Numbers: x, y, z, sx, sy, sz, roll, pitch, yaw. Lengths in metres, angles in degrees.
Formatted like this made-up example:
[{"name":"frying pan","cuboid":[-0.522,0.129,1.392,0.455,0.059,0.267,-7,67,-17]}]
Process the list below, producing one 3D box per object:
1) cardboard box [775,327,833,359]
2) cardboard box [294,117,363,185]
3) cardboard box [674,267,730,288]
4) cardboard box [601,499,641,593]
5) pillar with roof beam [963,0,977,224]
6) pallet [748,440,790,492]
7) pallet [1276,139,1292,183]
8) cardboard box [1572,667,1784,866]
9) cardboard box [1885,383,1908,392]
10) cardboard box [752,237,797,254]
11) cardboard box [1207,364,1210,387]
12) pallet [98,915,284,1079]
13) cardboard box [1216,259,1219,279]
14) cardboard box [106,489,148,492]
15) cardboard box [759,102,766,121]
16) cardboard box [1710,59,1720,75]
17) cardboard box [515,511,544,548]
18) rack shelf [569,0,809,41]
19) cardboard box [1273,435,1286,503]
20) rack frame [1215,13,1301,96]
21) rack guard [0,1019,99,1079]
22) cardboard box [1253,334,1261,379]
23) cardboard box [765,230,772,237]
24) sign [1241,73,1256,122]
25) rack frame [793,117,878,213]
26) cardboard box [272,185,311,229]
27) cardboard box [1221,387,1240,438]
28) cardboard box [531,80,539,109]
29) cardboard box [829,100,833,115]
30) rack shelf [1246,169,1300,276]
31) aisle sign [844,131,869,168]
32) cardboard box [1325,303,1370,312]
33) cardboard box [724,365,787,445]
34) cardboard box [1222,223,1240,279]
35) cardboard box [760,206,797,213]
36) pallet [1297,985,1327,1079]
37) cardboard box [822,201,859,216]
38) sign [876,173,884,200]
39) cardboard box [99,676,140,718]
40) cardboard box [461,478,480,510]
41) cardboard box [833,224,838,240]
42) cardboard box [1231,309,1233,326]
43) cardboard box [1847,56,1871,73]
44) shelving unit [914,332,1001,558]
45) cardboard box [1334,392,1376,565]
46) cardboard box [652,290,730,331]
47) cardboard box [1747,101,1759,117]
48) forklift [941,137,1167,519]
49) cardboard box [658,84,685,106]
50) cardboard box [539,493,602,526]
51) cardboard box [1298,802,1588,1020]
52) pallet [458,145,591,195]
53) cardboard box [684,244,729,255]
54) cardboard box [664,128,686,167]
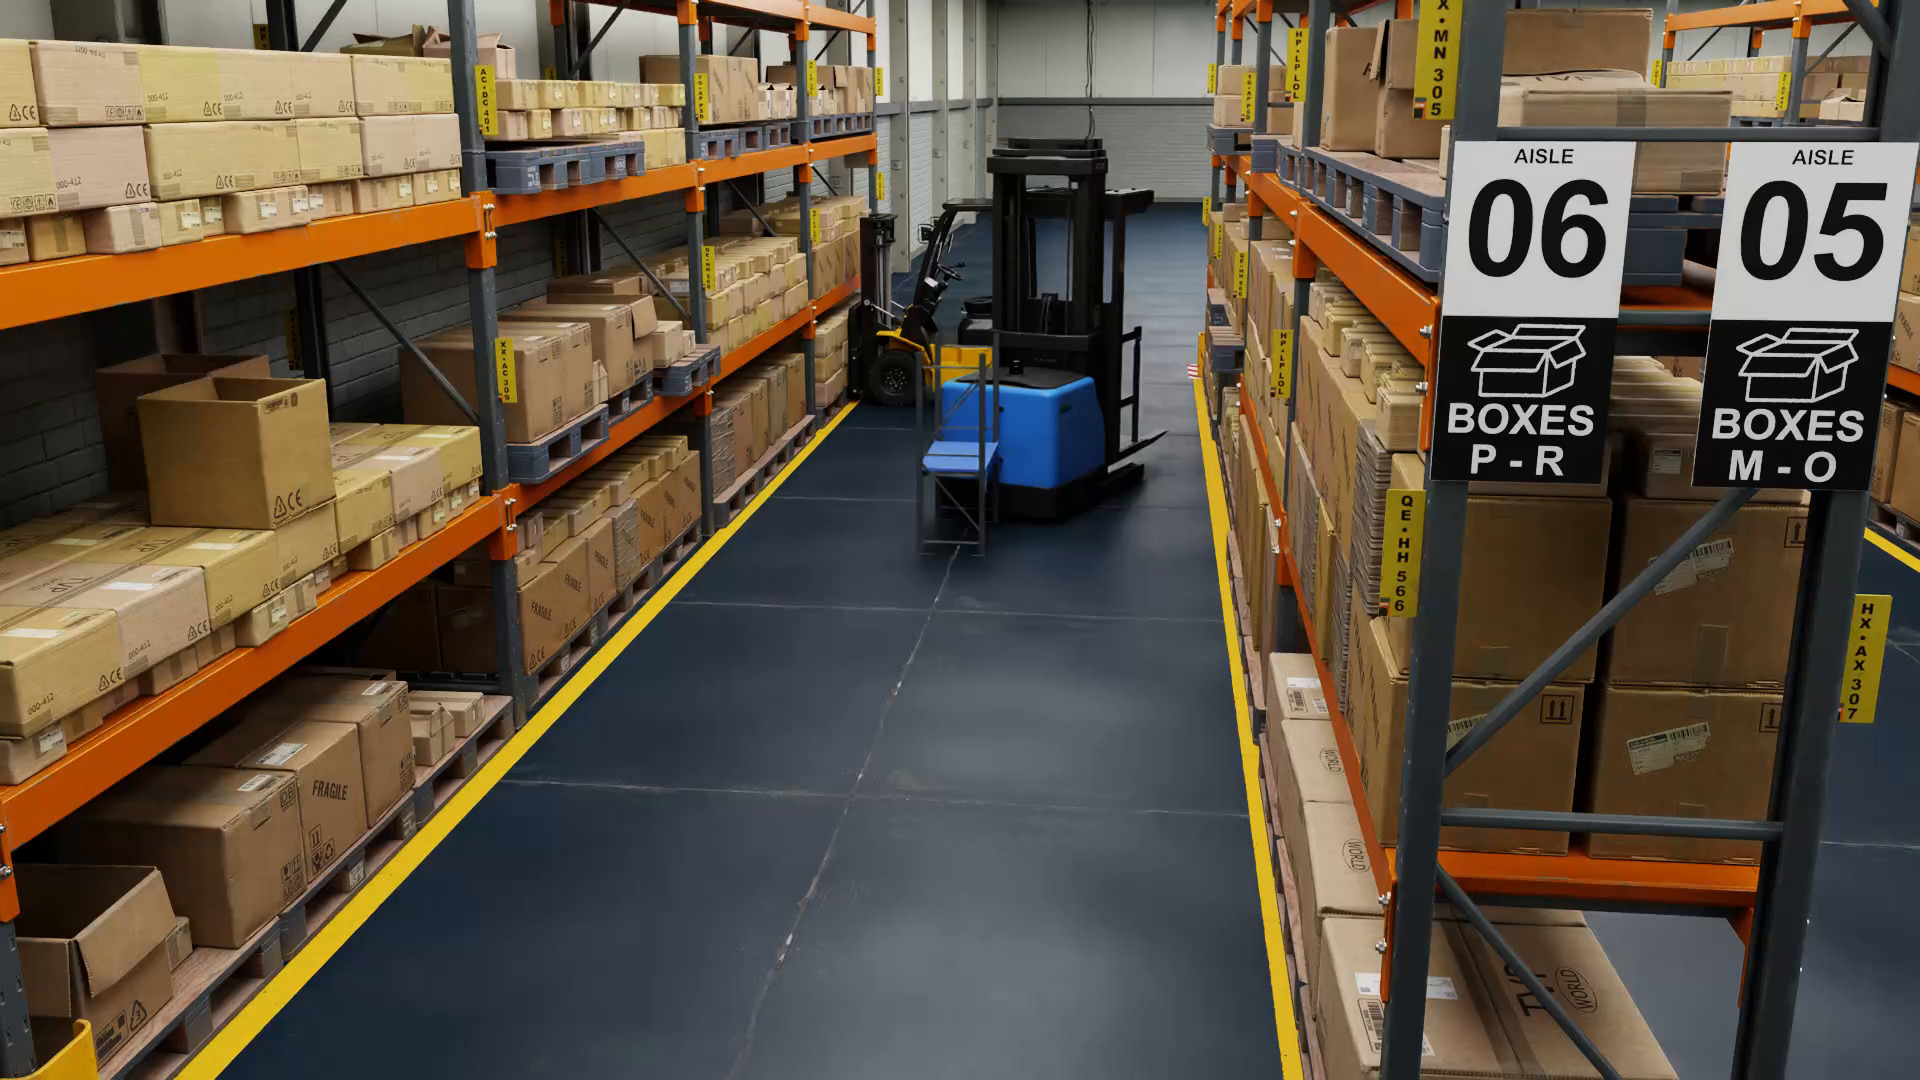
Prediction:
[{"name":"cardboard box","cuboid":[-1.577,-2.004,16.875,0.500,0.250,0.500,1,15,5]},{"name":"cardboard box","cuboid":[-2.769,-1.574,6.708,0.500,0.250,0.500,2,15,7]},{"name":"cardboard box","cuboid":[-2.034,-2.065,13.116,0.380,0.149,0.250,2,15,8]},{"name":"cardboard box","cuboid":[-2.393,0.028,10.796,0.500,0.500,0.500,1,15,4]},{"name":"pillar with roof beam","cuboid":[4.519,-12.407,41.307,9.100,9.000,0.400,2,15,6]},{"name":"pallet","cuboid":[-2.123,-0.674,14.751,1.003,0.211,1.213,2,15,6]},{"name":"pallet","cuboid":[2.394,-2.245,9.835,1.003,0.211,1.213,2,15,9]},{"name":"cardboard box","cuboid":[1.974,0.563,4.641,0.500,0.500,0.500,2,15,6]},{"name":"cardboard box","cuboid":[7.825,-0.968,14.001,1.050,0.750,0.750,2,15,6]},{"name":"cardboard box","cuboid":[-1.762,-2.796,15.822,0.380,0.149,0.250,2,15,8]},{"name":"cardboard box","cuboid":[2.960,-1.822,18.118,0.500,0.250,0.500,3,15,10]},{"name":"pallet","cuboid":[-3.200,1.702,5.963,1.003,0.211,1.213,2,15,6]},{"name":"cardboard box","cuboid":[2.897,-2.967,17.128,0.500,0.500,0.500,2,15,8]},{"name":"cardboard box","cuboid":[-3.280,-0.142,7.157,0.500,0.250,0.500,2,15,7]},{"name":"cardboard box","cuboid":[-1.853,-3.613,14.017,0.380,0.149,0.250,2,15,6]},{"name":"cardboard box","cuboid":[7.843,-4.792,16.848,0.380,0.149,0.250,2,15,7]},{"name":"cardboard box","cuboid":[-2.560,-0.062,9.316,0.380,0.149,0.250,1,15,4]},{"name":"rack shelf","cuboid":[-2.169,-4.367,13.716,1.077,0.370,4.000,2,15,6]},{"name":"cardboard box","cuboid":[1.886,-0.361,8.538,0.500,0.250,0.500,1,15,5]},{"name":"rack frame","cuboid":[3.440,-6.318,18.788,1.000,3.000,0.127,2,15,6]},{"name":"rack guard","cuboid":[-3.289,1.769,5.161,1.175,0.500,0.348,2,15,6]},{"name":"cardboard box","cuboid":[2.107,-1.129,10.421,0.500,0.250,0.500,2,15,6]},{"name":"cardboard box","cuboid":[-2.131,-3.117,17.007,0.380,0.149,0.250,2,15,8]},{"name":"sign","cuboid":[1.998,-3.061,11.500,0.100,0.325,0.005,2,15,6]},{"name":"rack frame","cuboid":[-1.492,-3.567,20.108,1.000,3.000,0.127,2,15,6]},{"name":"cardboard box","cuboid":[-2.738,-1.280,6.383,0.380,0.149,0.250,2,15,7]},{"name":"cardboard box","cuboid":[2.932,-1.183,15.519,0.950,0.372,0.625,2,15,7]},{"name":"cardboard box","cuboid":[-2.418,-2.312,8.635,0.380,0.149,0.250,2,15,7]},{"name":"cardboard box","cuboid":[-1.505,-4.414,16.979,0.380,0.149,0.250,2,15,8]},{"name":"rack shelf","cuboid":[2.312,-1.929,9.682,1.077,0.370,4.000,2,15,6]},{"name":"aisle sign","cuboid":[-1.193,-4.831,19.800,0.394,0.787,0.004,2,15,6]},{"name":"cardboard box","cuboid":[1.704,-0.882,6.829,0.380,0.149,0.250,2,15,6]},{"name":"cardboard box","cuboid":[-2.087,-1.250,15.282,0.875,0.625,0.625,2,15,6]},{"name":"cardboard box","cuboid":[2.595,-2.536,14.729,0.500,0.500,0.500,2,15,6]},{"name":"cardboard box","cuboid":[-1.972,-3.523,17.938,0.380,0.149,0.250,2,15,8]},{"name":"pallet","cuboid":[1.647,1.864,5.364,1.003,0.211,1.213,2,15,6]},{"name":"cardboard box","cuboid":[-1.344,-3.706,18.619,0.380,0.149,0.250,2,15,8]},{"name":"sign","cuboid":[-0.955,-4.221,19.854,0.100,0.325,0.005,2,15,6]},{"name":"cardboard box","cuboid":[-3.010,0.490,5.585,0.380,0.149,0.250,1,15,6]},{"name":"cardboard box","cuboid":[-2.631,-0.244,8.298,0.380,0.149,0.250,2,15,7]},{"name":"cardboard box","cuboid":[-1.484,-3.232,17.432,0.380,0.149,0.250,2,15,6]},{"name":"cardboard box","cuboid":[2.319,-1.724,12.968,0.380,0.149,0.250,1,15,4]},{"name":"cardboard box","cuboid":[8.297,-4.312,15.074,0.380,0.149,0.250,2,15,7]},{"name":"shelving unit","cuboid":[-0.006,-0.739,12.522,0.538,1.500,1.048,2,15,7]},{"name":"cardboard box","cuboid":[1.541,-0.200,5.548,0.500,0.500,0.500,2,15,6]},{"name":"cardboard box","cuboid":[-2.077,-1.769,12.785,0.500,0.250,0.500,2,15,6]},{"name":"cardboard box","cuboid":[7.698,-4.079,15.740,0.380,0.149,0.250,2,15,7]},{"name":"forklift","cuboid":[0.956,-1.919,14.144,1.130,2.935,3.031,8,17,26]},{"name":"cardboard box","cuboid":[-2.140,-3.106,11.610,0.380,0.149,0.250,2,15,8]},{"name":"cardboard box","cuboid":[-2.456,-0.190,10.359,0.380,0.149,0.250,2,15,8]},{"name":"cardboard box","cuboid":[1.705,1.350,6.027,0.875,0.438,0.875,2,15,8]},{"name":"pallet","cuboid":[-2.703,-1.979,8.849,1.213,0.211,1.003,2,15,6]},{"name":"cardboard box","cuboid":[-2.316,-2.607,15.122,0.380,0.149,0.250,2,15,6]},{"name":"cardboard box","cuboid":[-2.212,-2.728,11.544,0.500,0.250,0.500,1,15,4]}]
